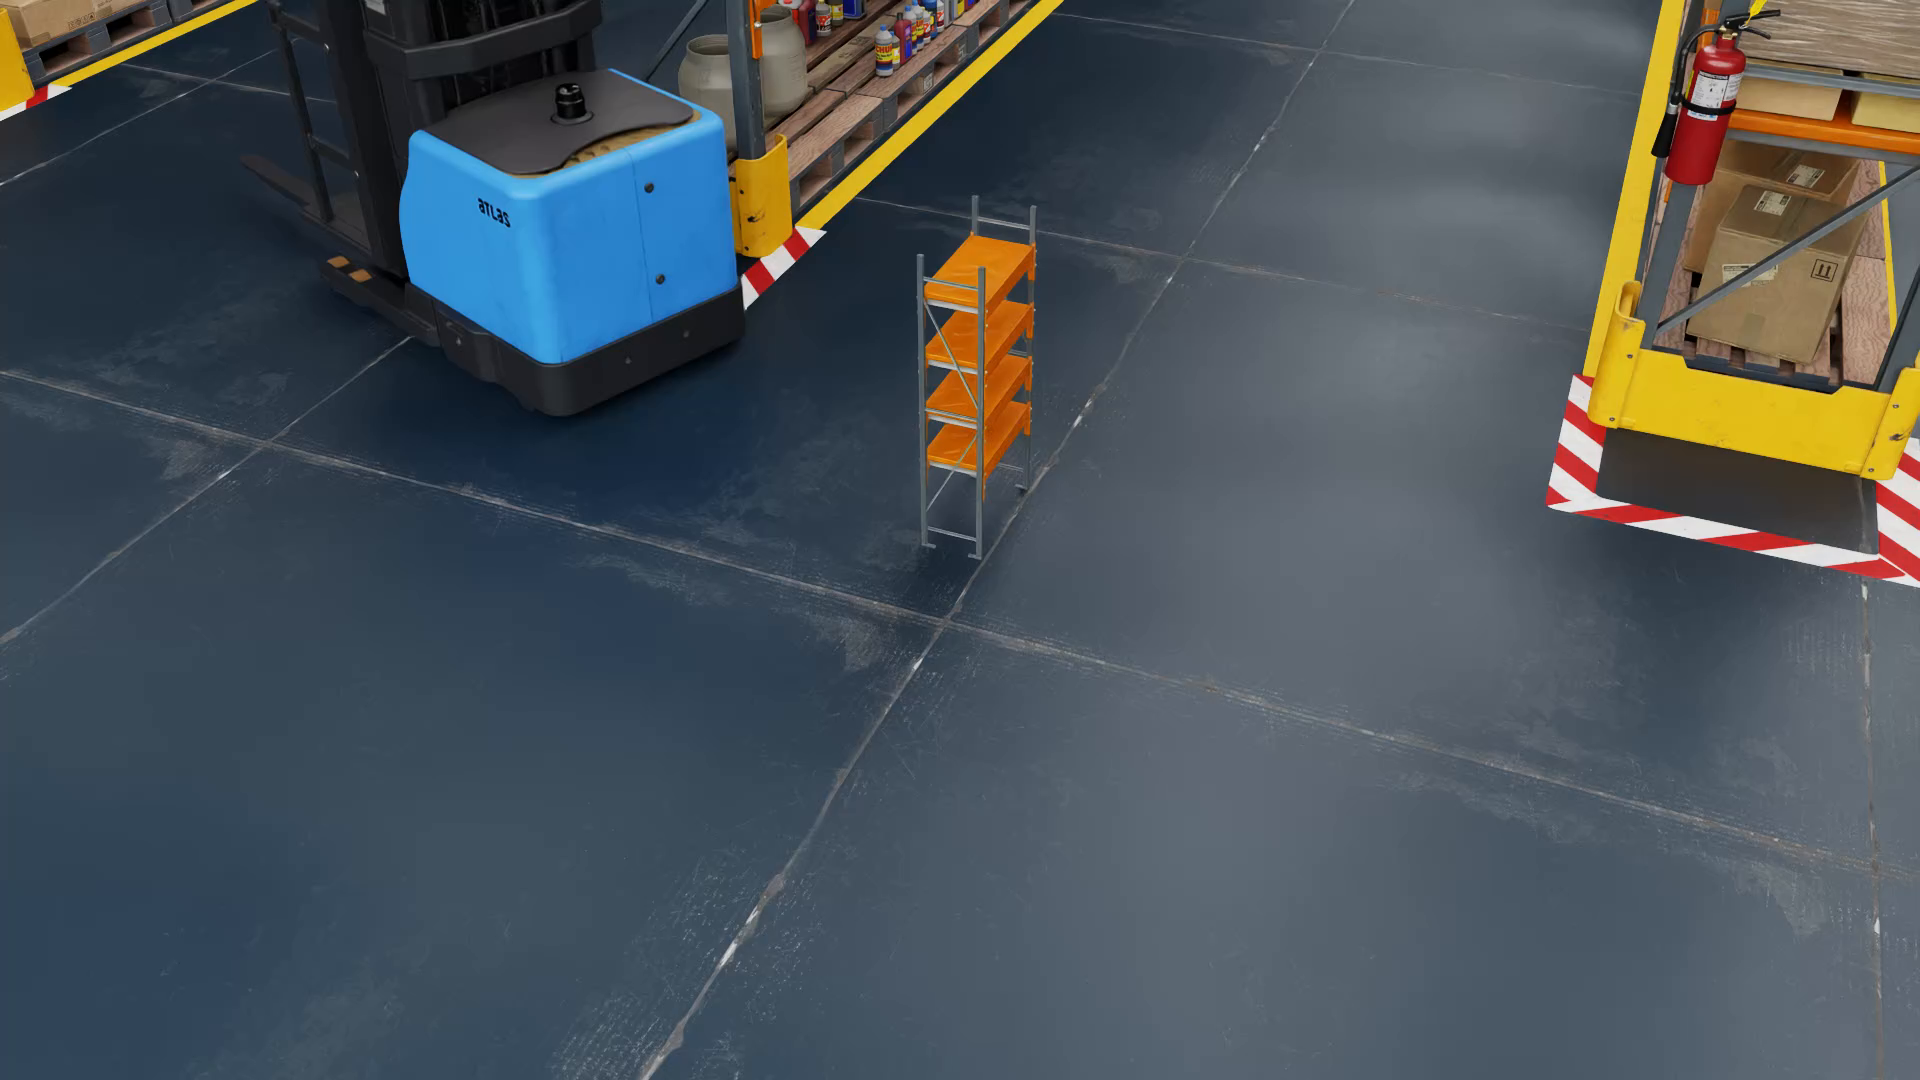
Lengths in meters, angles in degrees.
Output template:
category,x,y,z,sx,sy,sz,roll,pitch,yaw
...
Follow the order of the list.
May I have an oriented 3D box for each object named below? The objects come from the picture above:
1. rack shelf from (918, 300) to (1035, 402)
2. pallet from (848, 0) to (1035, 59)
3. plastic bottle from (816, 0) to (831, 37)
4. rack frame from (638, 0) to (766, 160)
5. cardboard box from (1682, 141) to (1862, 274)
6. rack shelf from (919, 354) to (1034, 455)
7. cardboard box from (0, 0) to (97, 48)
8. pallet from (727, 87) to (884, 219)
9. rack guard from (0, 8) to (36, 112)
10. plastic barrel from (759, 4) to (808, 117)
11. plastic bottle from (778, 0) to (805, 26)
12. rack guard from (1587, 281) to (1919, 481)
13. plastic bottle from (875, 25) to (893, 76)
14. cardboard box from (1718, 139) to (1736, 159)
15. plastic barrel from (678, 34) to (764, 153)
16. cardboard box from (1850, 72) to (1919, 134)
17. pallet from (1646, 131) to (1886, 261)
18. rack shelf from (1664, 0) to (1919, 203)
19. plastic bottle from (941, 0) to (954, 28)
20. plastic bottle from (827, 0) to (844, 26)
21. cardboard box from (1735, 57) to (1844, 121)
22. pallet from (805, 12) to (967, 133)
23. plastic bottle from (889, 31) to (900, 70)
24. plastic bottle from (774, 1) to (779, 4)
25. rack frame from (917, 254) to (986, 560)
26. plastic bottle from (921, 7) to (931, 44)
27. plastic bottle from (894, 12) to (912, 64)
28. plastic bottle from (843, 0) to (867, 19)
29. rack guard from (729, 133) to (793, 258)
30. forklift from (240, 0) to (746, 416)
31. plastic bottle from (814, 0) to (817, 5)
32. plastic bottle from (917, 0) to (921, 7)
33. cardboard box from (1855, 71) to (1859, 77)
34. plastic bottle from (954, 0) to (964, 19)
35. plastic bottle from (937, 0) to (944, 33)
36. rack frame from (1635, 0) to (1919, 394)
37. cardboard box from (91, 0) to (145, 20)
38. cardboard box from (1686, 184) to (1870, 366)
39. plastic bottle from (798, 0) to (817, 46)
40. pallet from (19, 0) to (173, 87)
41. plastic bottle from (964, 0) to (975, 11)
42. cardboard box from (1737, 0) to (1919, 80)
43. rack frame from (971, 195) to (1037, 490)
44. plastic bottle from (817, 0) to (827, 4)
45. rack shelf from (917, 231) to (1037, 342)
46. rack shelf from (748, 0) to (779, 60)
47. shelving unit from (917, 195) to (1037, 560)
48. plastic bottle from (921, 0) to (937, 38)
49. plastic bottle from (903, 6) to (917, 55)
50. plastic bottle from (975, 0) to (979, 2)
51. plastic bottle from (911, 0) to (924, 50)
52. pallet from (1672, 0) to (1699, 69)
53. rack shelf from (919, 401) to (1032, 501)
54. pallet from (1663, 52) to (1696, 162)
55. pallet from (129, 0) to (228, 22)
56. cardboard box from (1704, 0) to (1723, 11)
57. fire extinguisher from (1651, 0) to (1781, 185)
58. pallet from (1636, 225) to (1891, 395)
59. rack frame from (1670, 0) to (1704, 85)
category,x,y,z,sx,sy,sz,roll,pitch,yaw
rack shelf,0.063,-0.698,5.920,0.258,0.148,0.480,14,39,18
pallet,-0.178,-3.474,10.721,1.003,0.211,1.213,14,39,18
plastic bottle,-0.816,-3.102,9.865,0.097,0.201,0.097,0,37,0
rack frame,-1.406,-2.738,7.408,1.000,3.000,0.127,14,39,18
cardboard box,3.623,-1.458,7.432,0.500,0.500,0.500,25,43,29
rack shelf,0.063,-0.518,6.054,0.258,0.148,0.480,14,39,18
cardboard box,-5.576,-3.182,9.947,0.500,0.250,0.500,14,39,18
pallet,-1.107,-2.123,8.914,1.003,0.211,1.213,14,39,18
rack guard,-5.995,-2.854,9.651,1.175,0.500,0.348,14,39,18
plastic barrel,-1.036,-2.569,8.909,0.421,0.512,0.421,0,37,0
plastic bottle,-0.992,-3.074,9.764,0.152,0.276,0.135,14,39,18
rack guard,3.203,-0.651,6.703,1.175,0.500,0.348,14,39,18
plastic bottle,-0.428,-2.755,9.341,0.097,0.271,0.097,0,37,0
cardboard box,3.879,-1.800,7.890,0.500,0.500,0.500,18,40,22
plastic barrel,-1.226,-2.292,8.538,0.421,0.512,0.421,0,37,0
cardboard box,3.503,-1.613,6.112,0.380,0.149,0.250,14,39,18
pallet,4.011,-1.650,8.281,1.003,0.211,1.213,14,39,18
rack shelf,3.935,-2.429,7.595,1.077,0.370,4.000,14,39,18
plastic bottle,-0.124,-3.242,9.989,0.152,0.276,0.135,15,39,19
plastic bottle,-0.751,-3.210,10.009,0.097,0.201,0.097,0,37,0
cardboard box,3.092,-1.714,6.248,0.380,0.149,0.250,14,39,18
pallet,-0.641,-2.796,9.814,1.003,0.211,1.213,14,39,18
plastic bottle,-0.389,-2.784,9.439,0.097,0.201,0.097,0,37,0
plastic bottle,-1.085,-3.012,9.676,0.061,0.283,0.133,15,39,19
rack frame,-0.030,-0.437,5.833,0.240,1.200,0.015,14,39,18
plastic bottle,-0.222,-3.027,9.764,0.097,0.201,0.097,0,37,0
plastic bottle,-0.325,-2.881,9.500,0.061,0.283,0.133,14,39,18
plastic bottle,-0.662,-3.326,10.102,0.152,0.276,0.135,14,39,18
rack guard,-1.421,-1.790,8.227,1.175,0.500,0.348,14,39,18
forklift,-2.356,-2.453,7.083,3.031,2.935,1.130,30,46,34
plastic bottle,-0.939,-3.150,9.867,0.152,0.276,0.135,13,39,16
plastic bottle,-0.223,-3.269,10.019,0.061,0.283,0.133,14,39,18
cardboard box,3.616,-1.747,6.292,0.380,0.149,0.250,14,39,18
plastic bottle,-0.059,-3.361,10.086,0.144,0.351,0.185,14,39,17
plastic bottle,-0.144,-3.140,9.916,0.097,0.201,0.097,0,37,0
rack frame,3.174,-1.610,5.899,1.000,3.000,0.127,14,39,18
cardboard box,-5.389,-3.460,10.319,0.500,0.250,0.500,14,39,18
cardboard box,3.427,-1.119,6.979,0.500,0.500,0.500,21,42,26
plastic bottle,-0.893,-3.053,9.730,0.061,0.283,0.133,14,39,18
pallet,-5.733,-3.185,10.334,1.003,0.211,1.213,14,39,18
plastic bottle,0.041,-3.413,10.212,0.061,0.283,0.133,16,40,21
cardboard box,3.409,-2.068,6.179,0.875,0.500,0.500,14,39,18
rack frame,0.156,-0.707,6.194,0.240,1.200,0.015,14,39,18
plastic bottle,-0.879,-3.273,9.968,0.144,0.351,0.185,15,39,20
rack shelf,0.063,-0.887,5.778,0.258,0.148,0.480,14,39,18
rack shelf,-0.645,-3.557,9.105,1.077,0.370,4.000,14,39,18
shelving unit,0.063,-0.572,6.013,0.258,1.200,0.503,14,39,18
plastic bottle,-0.183,-3.112,9.819,0.097,0.271,0.097,0,37,0
plastic bottle,-0.298,-2.944,9.595,0.097,0.271,0.097,0,37,0
plastic bottle,0.064,-3.540,10.325,0.144,0.351,0.185,12,38,15
plastic bottle,-0.260,-3.000,9.669,0.097,0.271,0.097,0,37,0
pallet,4.991,-3.139,10.274,1.003,0.211,1.213,14,39,18
rack shelf,0.063,-0.359,6.173,0.258,0.148,0.480,14,39,18
pallet,4.473,-2.328,9.188,1.003,0.211,1.213,14,39,18
pallet,-5.268,-3.858,11.235,1.003,0.211,1.213,14,39,18
cardboard box,3.488,-2.372,6.586,0.875,0.500,0.500,14,39,18
fire extinguisher,2.704,-1.621,5.977,0.296,0.674,0.183,14,39,18
pallet,3.545,-0.977,7.381,1.003,0.211,1.213,14,39,18
rack frame,4.696,-3.825,8.862,1.000,3.000,0.127,14,39,18
